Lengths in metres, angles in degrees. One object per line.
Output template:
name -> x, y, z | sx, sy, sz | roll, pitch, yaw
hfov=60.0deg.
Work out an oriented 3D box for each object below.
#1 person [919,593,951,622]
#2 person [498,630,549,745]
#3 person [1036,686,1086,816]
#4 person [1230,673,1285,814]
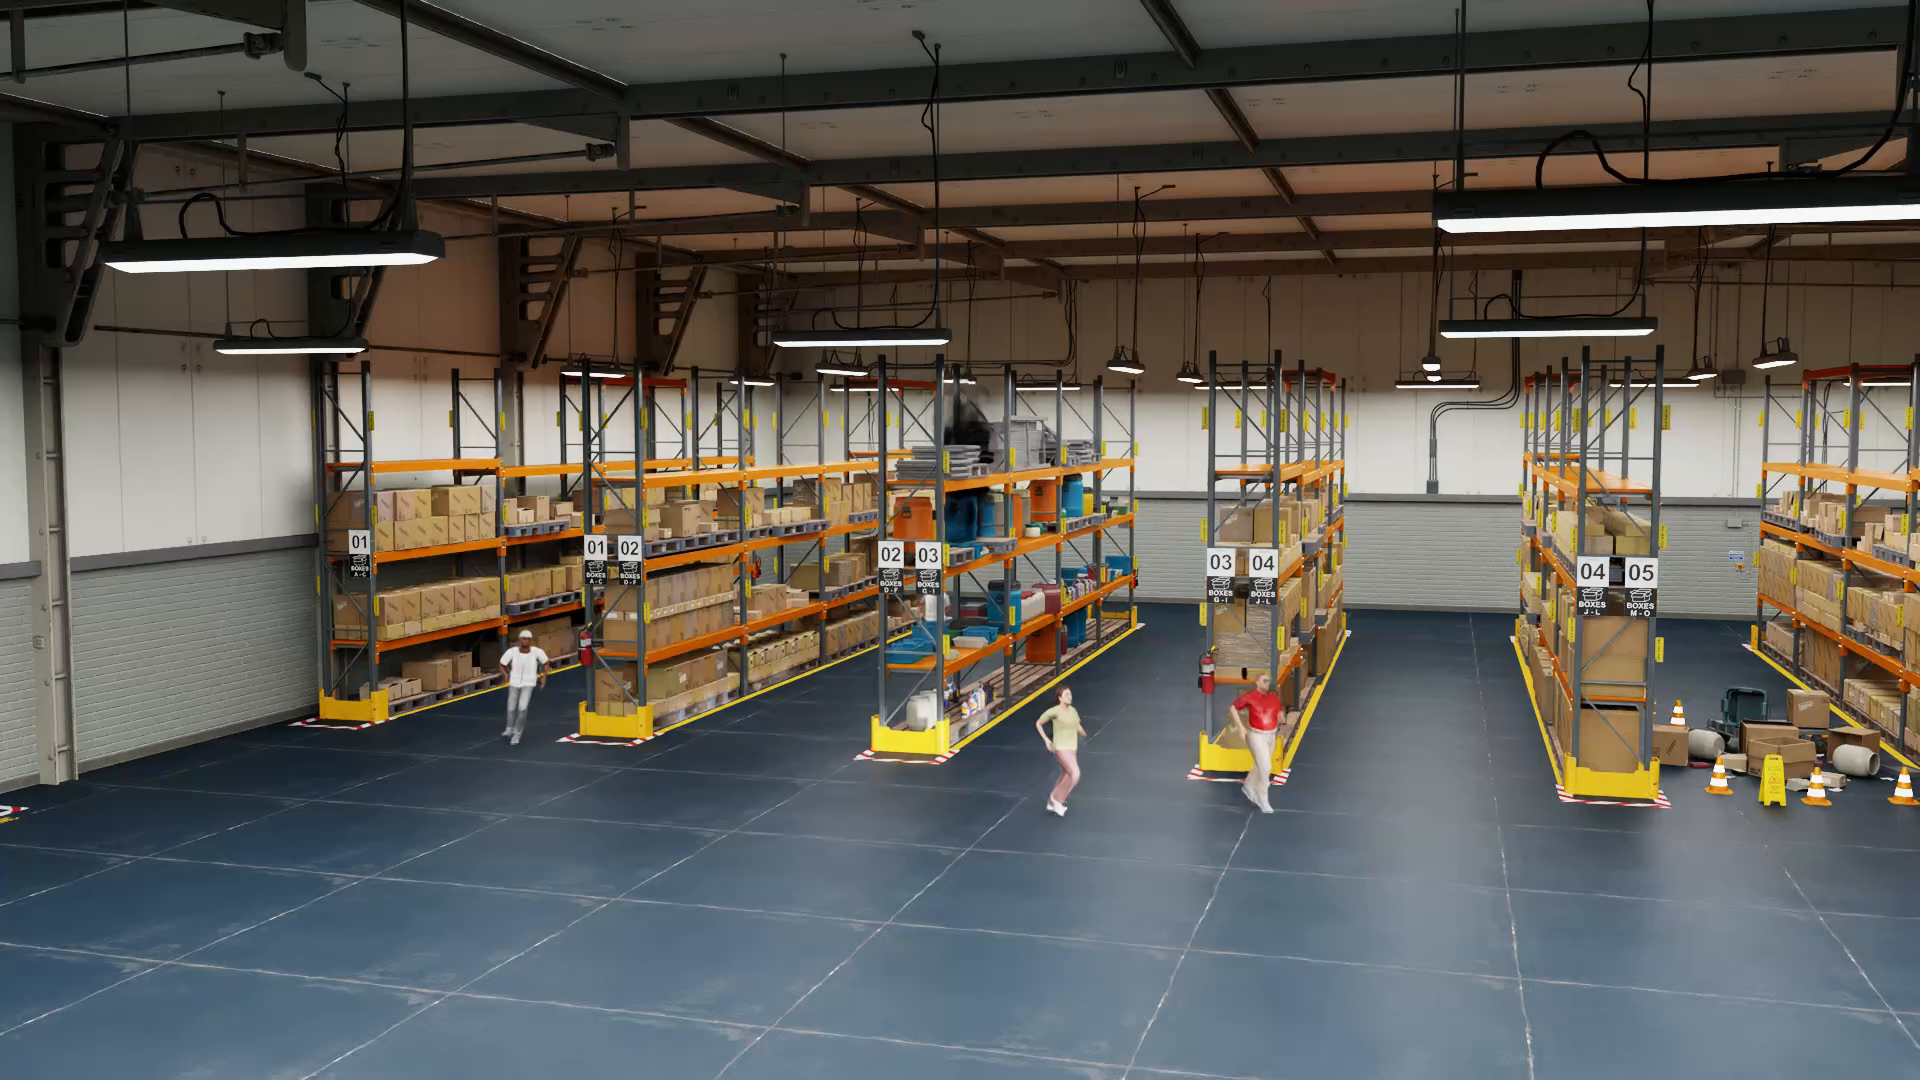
person -> -0.529, 1.674, 34.342 | 0.675, 1.739, 0.597 | 0, 4, 3
person -> -6.831, 2.289, 25.985 | 0.763, 1.782, 0.682 | 0, 4, -6
person -> 1.341, 2.668, 21.031 | 0.626, 1.627, 0.558 | 4, 6, 44
person -> 3.895, 2.607, 21.527 | 0.640, 1.791, 0.809 | -3, 5, -33
